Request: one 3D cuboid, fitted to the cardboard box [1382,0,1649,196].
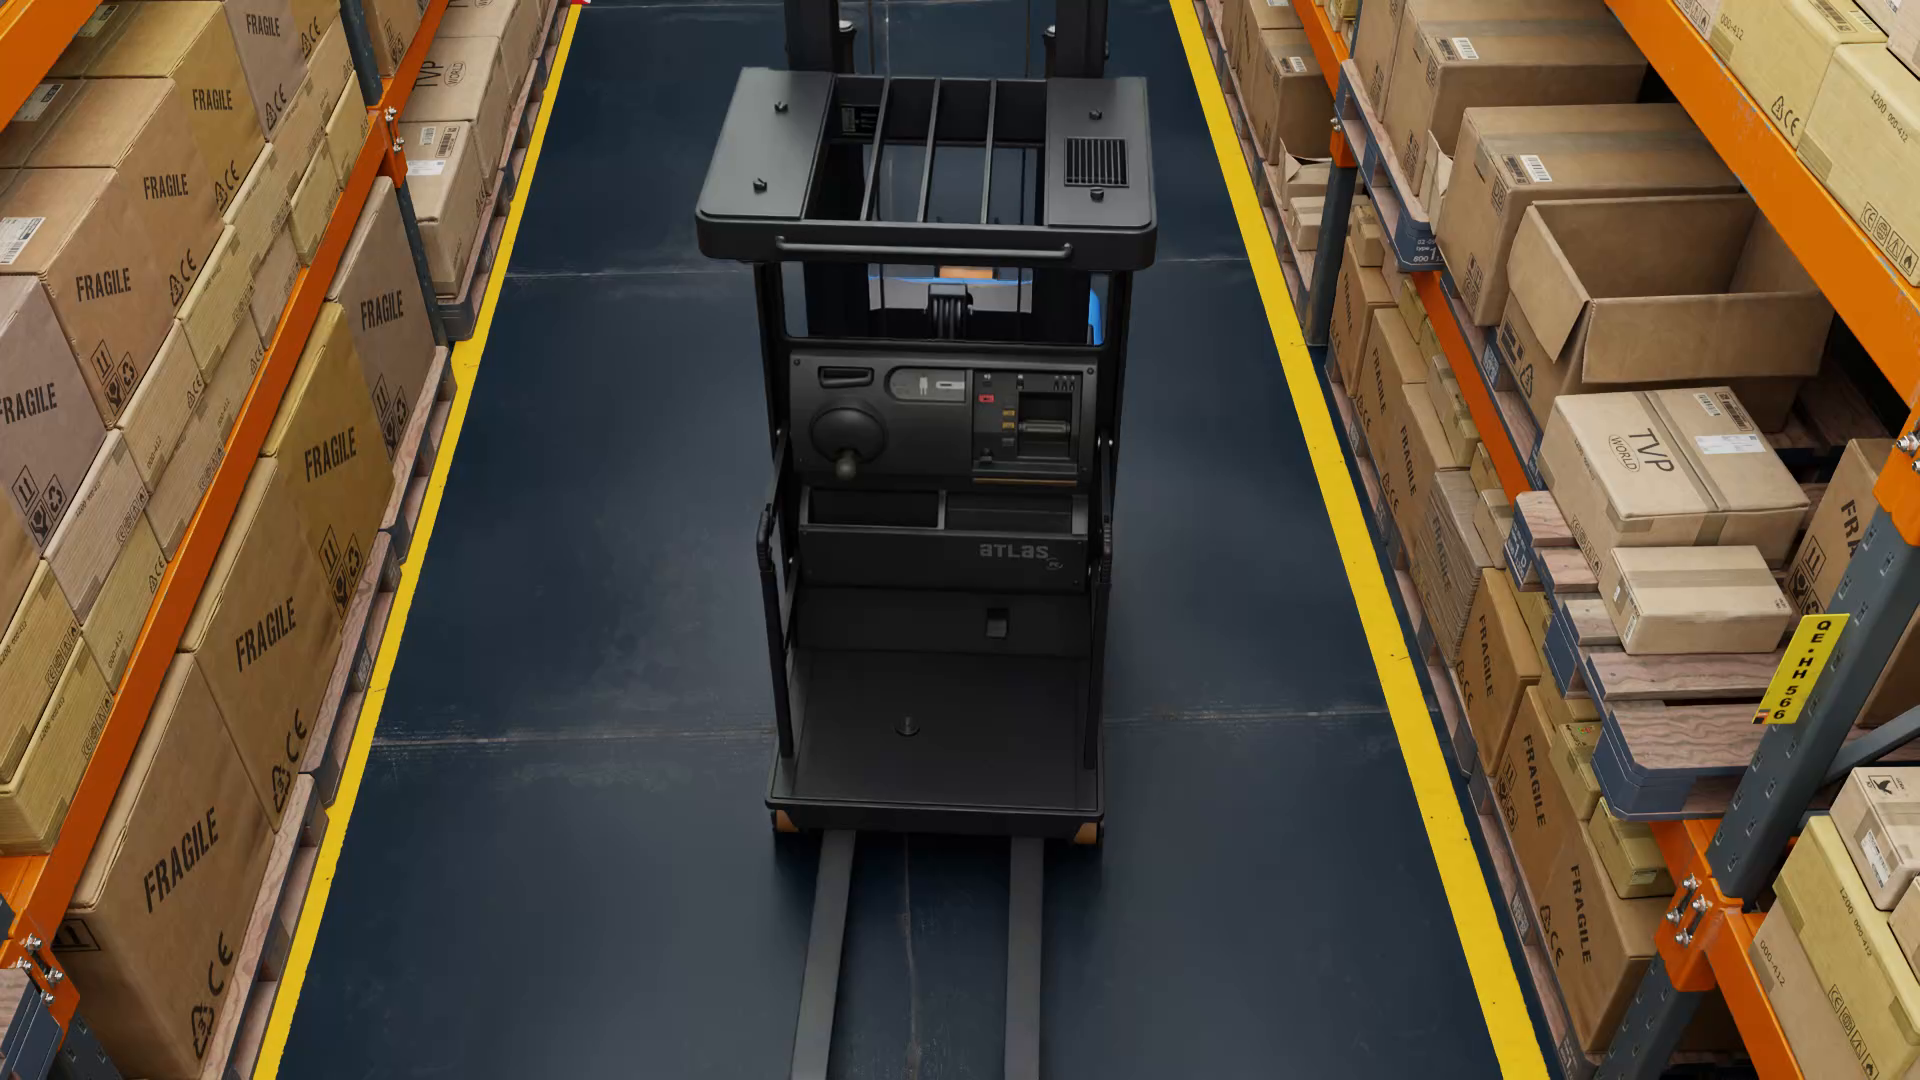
[{"bbox_3d":[1.929,-1.563,5.851,0.700,0.500,0.500,-1,43,-1],"label":"cardboard box"}]

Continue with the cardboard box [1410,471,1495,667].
[{"bbox_3d":[1.970,0.092,5.969,0.500,0.500,0.500,-3,43,-3],"label":"cardboard box"}]

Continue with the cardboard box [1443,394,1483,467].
[{"bbox_3d":[1.977,-0.397,6.023,0.380,0.149,0.250,0,43,0],"label":"cardboard box"}]

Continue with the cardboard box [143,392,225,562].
[{"bbox_3d":[-2.505,-0.192,4.850,0.500,0.250,0.500,0,43,0],"label":"cardboard box"}]

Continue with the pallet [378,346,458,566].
[{"bbox_3d":[-2.741,-0.363,6.989,1.003,0.211,1.213,-2,43,-2],"label":"pallet"}]

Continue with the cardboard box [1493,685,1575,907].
[{"bbox_3d":[2.036,0.795,5.202,0.500,0.500,0.500,-2,43,-2],"label":"cardboard box"}]

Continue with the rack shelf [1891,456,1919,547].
[{"bbox_3d":[2.364,1.156,1.582,1.077,0.370,4.000,-2,43,-2],"label":"rack shelf"}]

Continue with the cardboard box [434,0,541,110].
[{"bbox_3d":[-2.844,-2.760,9.126,0.875,0.438,0.875,-1,43,-1],"label":"cardboard box"}]

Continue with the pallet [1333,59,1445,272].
[{"bbox_3d":[2.034,-1.441,6.244,1.003,0.211,1.213,-2,43,-2],"label":"pallet"}]

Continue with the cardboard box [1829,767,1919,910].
[{"bbox_3d":[1.999,0.594,3.328,0.380,0.149,0.250,0,43,-1],"label":"cardboard box"}]

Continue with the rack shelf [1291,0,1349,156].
[{"bbox_3d":[2.025,-3.139,8.487,1.077,0.370,4.000,-2,43,-2],"label":"rack shelf"}]

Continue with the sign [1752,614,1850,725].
[{"bbox_3d":[1.738,0.270,3.437,0.100,0.325,0.005,-2,43,-2],"label":"sign"}]

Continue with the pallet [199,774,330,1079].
[{"bbox_3d":[-2.638,1.285,5.192,1.003,0.211,1.213,-2,43,-2],"label":"pallet"}]

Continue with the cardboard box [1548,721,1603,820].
[{"bbox_3d":[1.963,0.664,4.865,0.380,0.149,0.250,-4,43,-4],"label":"cardboard box"}]

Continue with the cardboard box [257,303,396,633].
[{"bbox_3d":[-2.697,-0.255,6.070,0.875,0.875,0.875,-1,43,-1],"label":"cardboard box"}]

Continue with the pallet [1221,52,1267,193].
[{"bbox_3d":[2.027,-2.316,9.120,1.003,0.211,1.213,-2,43,-2],"label":"pallet"}]

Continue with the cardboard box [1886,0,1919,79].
[{"bbox_3d":[2.032,-0.959,3.173,0.380,0.149,0.250,-3,43,-3],"label":"cardboard box"}]

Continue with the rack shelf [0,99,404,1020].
[{"bbox_3d":[-2.765,-0.294,5.383,1.077,0.370,4.000,-2,43,-2],"label":"rack shelf"}]

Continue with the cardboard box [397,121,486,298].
[{"bbox_3d":[-2.769,-1.547,7.803,0.875,0.438,0.875,-2,43,-2],"label":"cardboard box"}]

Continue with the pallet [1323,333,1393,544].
[{"bbox_3d":[2.182,-0.478,7.116,1.003,0.211,1.213,-2,43,-2],"label":"pallet"}]

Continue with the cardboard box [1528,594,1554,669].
[{"bbox_3d":[2.030,0.306,5.256,0.380,0.149,0.250,0,43,-1],"label":"cardboard box"}]

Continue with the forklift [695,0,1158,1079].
[{"bbox_3d":[-0.060,-0.283,4.890,1.130,2.935,3.031,2,43,2],"label":"forklift"}]

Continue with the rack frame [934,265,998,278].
[{"bbox_3d":[0.023,-0.671,6.594,0.240,1.200,0.006,2,43,2],"label":"rack frame"}]

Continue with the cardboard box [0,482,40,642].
[{"bbox_3d":[-2.456,0.046,3.666,0.500,0.500,0.500,-3,43,-3],"label":"cardboard box"}]

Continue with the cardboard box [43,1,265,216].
[{"bbox_3d":[-2.548,-1.328,5.165,0.500,0.500,0.500,0,43,0],"label":"cardboard box"}]

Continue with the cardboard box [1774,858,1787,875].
[{"bbox_3d":[2.542,1.120,4.847,0.500,0.500,0.500,0,43,0],"label":"cardboard box"}]

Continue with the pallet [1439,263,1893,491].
[{"bbox_3d":[2.192,-0.596,5.322,1.003,0.211,1.213,-2,43,-2],"label":"pallet"}]

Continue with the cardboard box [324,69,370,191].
[{"bbox_3d":[-2.579,-1.558,6.341,0.500,0.250,0.500,-3,43,-3],"label":"cardboard box"}]

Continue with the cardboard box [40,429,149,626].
[{"bbox_3d":[-2.475,-0.036,4.310,0.500,0.250,0.500,-1,43,-1],"label":"cardboard box"}]

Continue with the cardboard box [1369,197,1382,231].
[{"bbox_3d":[1.920,-1.388,6.884,0.380,0.149,0.250,-2,43,-3],"label":"cardboard box"}]

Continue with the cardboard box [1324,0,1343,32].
[{"bbox_3d":[1.811,-2.345,7.274,0.380,0.149,0.250,-1,43,-1],"label":"cardboard box"}]

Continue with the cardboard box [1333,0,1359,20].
[{"bbox_3d":[1.844,-2.445,7.089,0.500,0.250,0.500,-1,43,-1],"label":"cardboard box"}]

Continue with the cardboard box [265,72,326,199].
[{"bbox_3d":[-2.559,-1.410,5.810,0.500,0.250,0.500,-1,43,-1],"label":"cardboard box"}]

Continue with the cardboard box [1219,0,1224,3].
[{"bbox_3d":[1.871,-3.574,9.965,0.797,0.503,0.637,-3,43,-3],"label":"cardboard box"}]

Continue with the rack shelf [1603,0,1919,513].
[{"bbox_3d":[2.195,-1.545,4.528,1.077,0.370,4.000,-2,43,-2],"label":"rack shelf"}]

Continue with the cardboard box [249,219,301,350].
[{"bbox_3d":[-2.556,-0.873,5.594,0.500,0.250,0.500,-3,43,-3],"label":"cardboard box"}]

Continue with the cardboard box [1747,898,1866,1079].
[{"bbox_3d":[2.054,1.008,3.541,0.500,0.250,0.500,-1,43,-2],"label":"cardboard box"}]

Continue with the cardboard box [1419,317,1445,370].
[{"bbox_3d":[1.996,-0.735,6.391,0.380,0.149,0.250,-2,43,-3],"label":"cardboard box"}]

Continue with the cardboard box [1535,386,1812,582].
[{"bbox_3d":[1.911,-0.156,4.501,0.500,0.250,0.500,-3,43,-4],"label":"cardboard box"}]

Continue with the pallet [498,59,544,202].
[{"bbox_3d":[-2.858,-2.223,9.019,1.003,0.211,1.213,-2,43,-2],"label":"pallet"}]

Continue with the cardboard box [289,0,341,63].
[{"bbox_3d":[-2.580,-2.020,5.920,0.500,0.500,0.500,0,43,0],"label":"cardboard box"}]

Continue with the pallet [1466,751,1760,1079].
[{"bbox_3d":[2.286,1.169,5.319,1.003,0.211,1.213,-2,43,-2],"label":"pallet"}]

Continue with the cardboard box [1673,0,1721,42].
[{"bbox_3d":[1.972,-1.421,3.971,0.500,0.250,0.500,-2,43,-2],"label":"cardboard box"}]

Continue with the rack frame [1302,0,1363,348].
[{"bbox_3d":[2.110,-2.054,6.771,1.000,3.000,0.127,-2,43,-2],"label":"rack frame"}]

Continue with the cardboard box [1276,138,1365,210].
[{"bbox_3d":[1.777,-1.810,8.217,0.396,0.266,0.258,0,43,0],"label":"cardboard box"}]

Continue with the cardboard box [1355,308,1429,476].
[{"bbox_3d":[1.938,-0.595,6.719,0.500,0.500,0.500,-2,43,-2],"label":"cardboard box"}]

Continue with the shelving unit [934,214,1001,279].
[{"bbox_3d":[0.027,-0.733,6.661,0.258,1.200,0.189,2,43,2],"label":"shelving unit"}]

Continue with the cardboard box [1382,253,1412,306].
[{"bbox_3d":[1.948,-1.092,6.781,0.380,0.149,0.250,-3,43,-3],"label":"cardboard box"}]

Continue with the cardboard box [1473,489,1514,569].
[{"bbox_3d":[1.977,-0.048,5.642,0.380,0.149,0.250,-4,43,-4],"label":"cardboard box"}]

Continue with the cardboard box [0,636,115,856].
[{"bbox_3d":[-2.449,0.509,4.086,0.500,0.250,0.500,-2,43,-3],"label":"cardboard box"}]

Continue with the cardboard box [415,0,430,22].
[{"bbox_3d":[-2.625,-2.610,7.304,0.500,0.500,0.500,-1,43,-2],"label":"cardboard box"}]

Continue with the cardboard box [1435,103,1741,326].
[{"bbox_3d":[1.962,-1.034,5.273,0.700,0.500,0.500,-2,43,-2],"label":"cardboard box"}]

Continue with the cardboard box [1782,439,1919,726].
[{"bbox_3d":[2.414,0.102,4.034,0.500,0.500,0.500,0,43,0],"label":"cardboard box"}]

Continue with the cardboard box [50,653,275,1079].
[{"bbox_3d":[-2.626,0.951,4.754,0.875,0.875,0.875,-2,43,-2],"label":"cardboard box"}]

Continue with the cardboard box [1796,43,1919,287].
[{"bbox_3d":[2.015,-0.744,3.233,0.500,0.250,0.500,-3,43,-3],"label":"cardboard box"}]

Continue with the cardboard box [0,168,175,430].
[{"bbox_3d":[-2.493,-0.639,4.413,0.500,0.500,0.500,-1,43,-1],"label":"cardboard box"}]

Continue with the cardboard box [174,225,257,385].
[{"bbox_3d":[-2.492,-0.716,5.052,0.500,0.250,0.500,-1,43,-1],"label":"cardboard box"}]

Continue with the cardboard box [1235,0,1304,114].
[{"bbox_3d":[1.791,-2.634,8.943,0.500,0.500,0.500,-1,43,-1],"label":"cardboard box"}]
